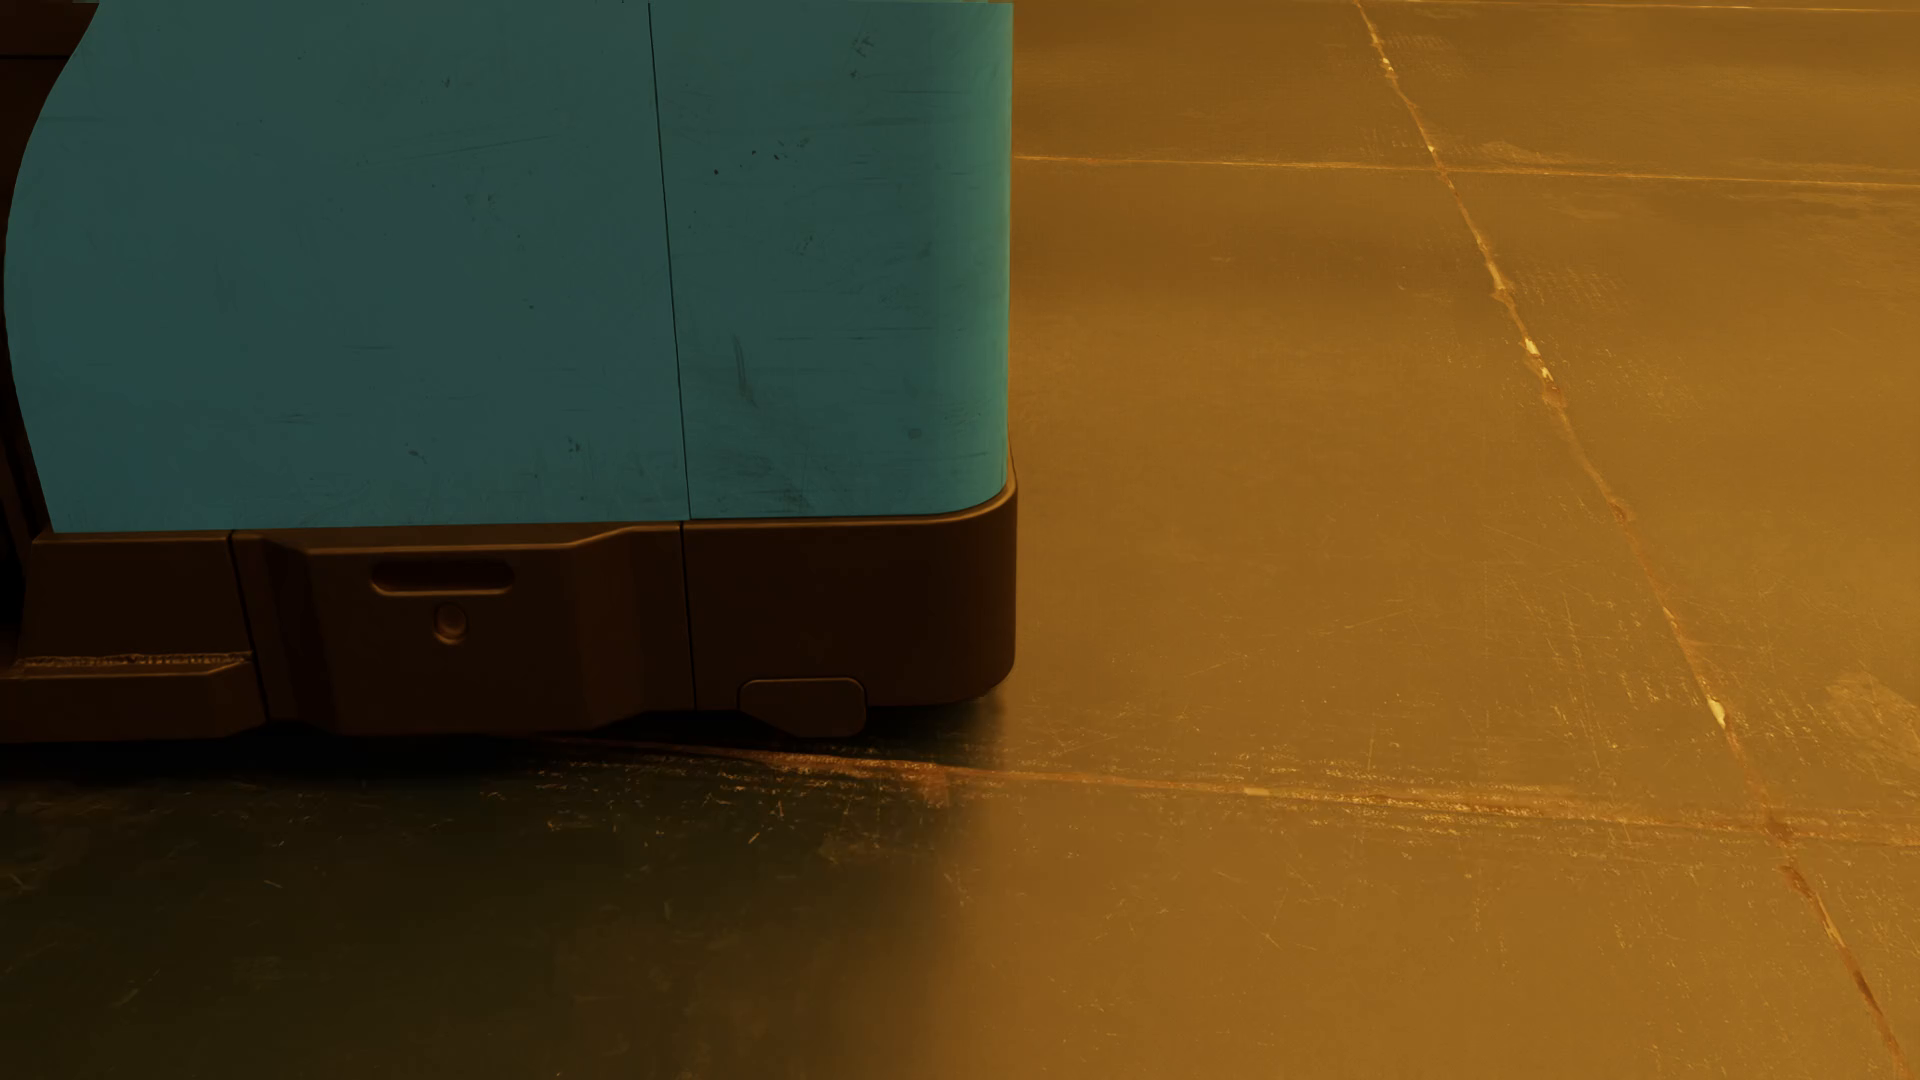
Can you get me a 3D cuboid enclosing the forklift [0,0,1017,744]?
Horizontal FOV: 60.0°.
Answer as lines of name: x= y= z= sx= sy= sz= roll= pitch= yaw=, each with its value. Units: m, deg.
forklift: x=-1.466 y=-1.258 z=1.739 sx=3.031 sy=2.935 sz=1.130 roll=-1 pitch=27 yaw=-2
